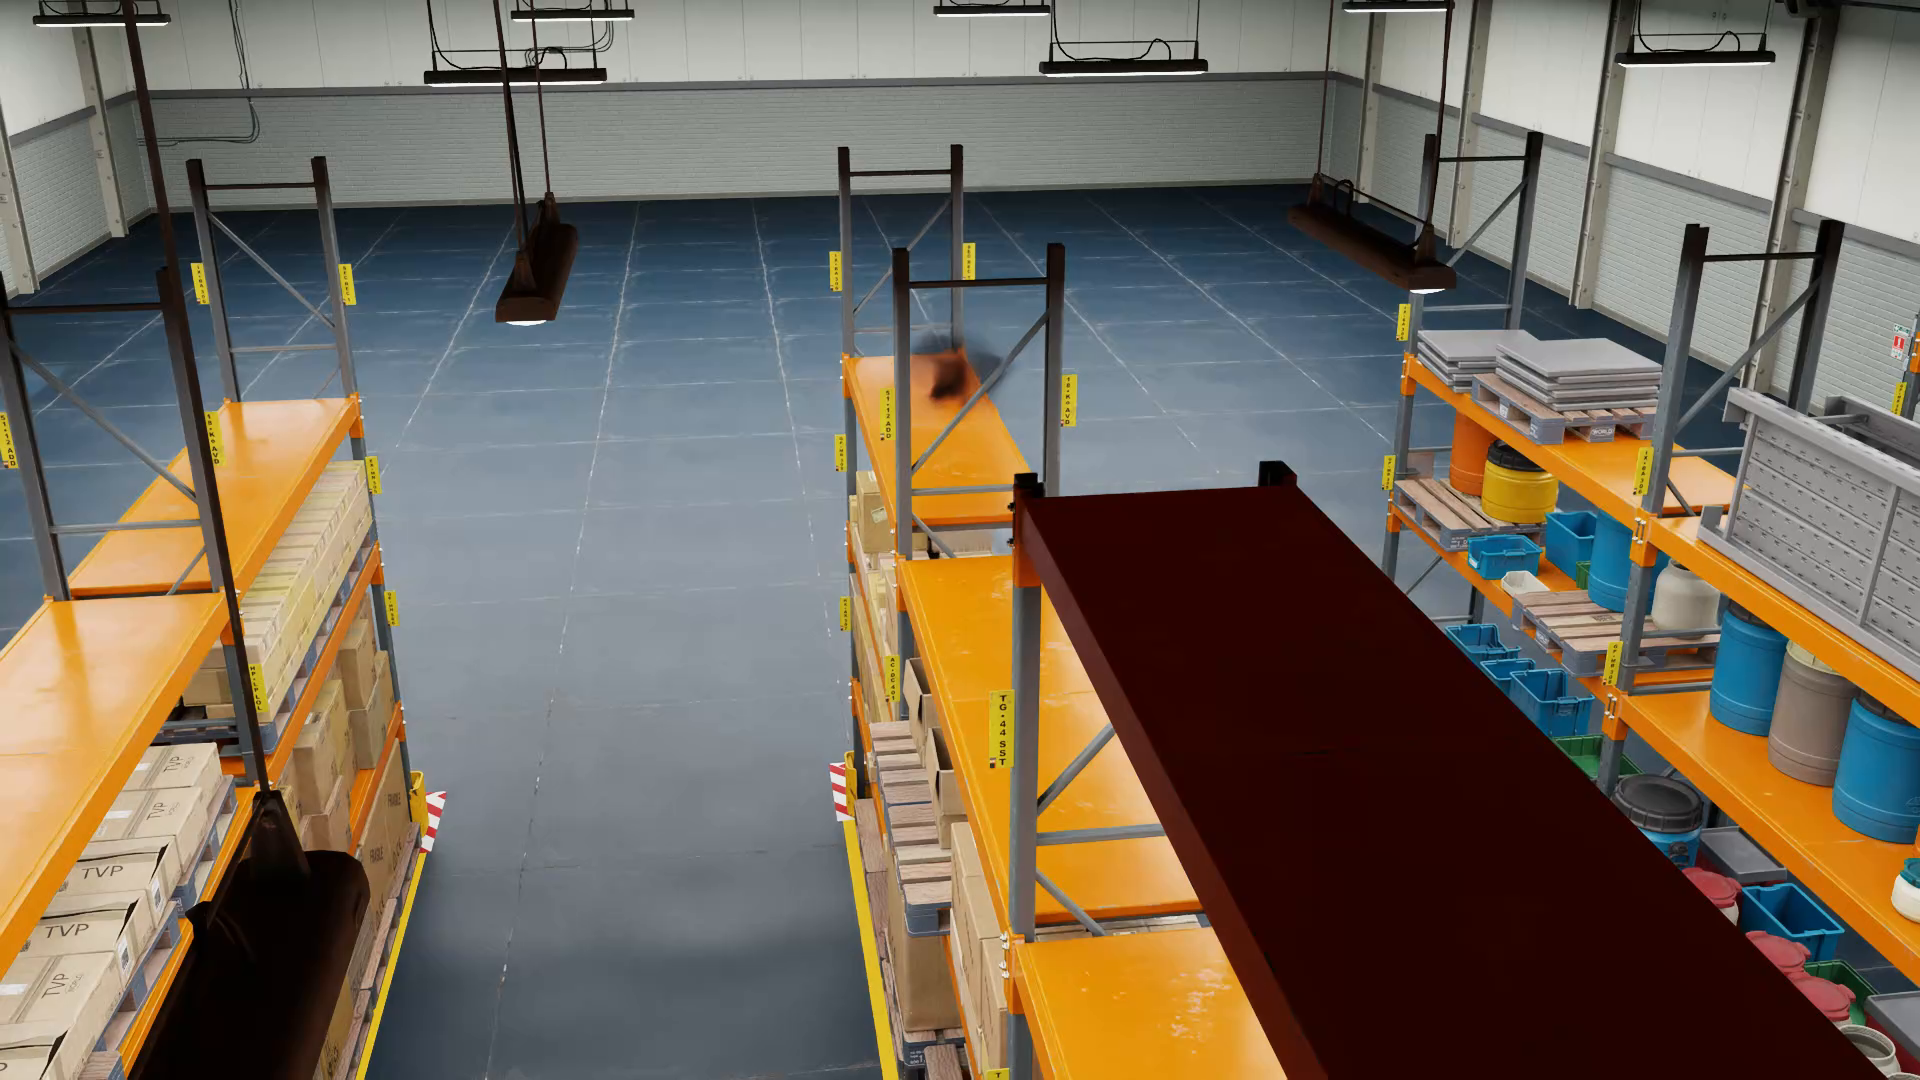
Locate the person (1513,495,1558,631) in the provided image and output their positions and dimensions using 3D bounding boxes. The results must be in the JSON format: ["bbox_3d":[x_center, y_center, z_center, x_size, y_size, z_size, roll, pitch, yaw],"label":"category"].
[{"bbox_3d":[6.468,0.237,18.703,0.570,1.740,0.717,9,23,21],"label":"person"}]
